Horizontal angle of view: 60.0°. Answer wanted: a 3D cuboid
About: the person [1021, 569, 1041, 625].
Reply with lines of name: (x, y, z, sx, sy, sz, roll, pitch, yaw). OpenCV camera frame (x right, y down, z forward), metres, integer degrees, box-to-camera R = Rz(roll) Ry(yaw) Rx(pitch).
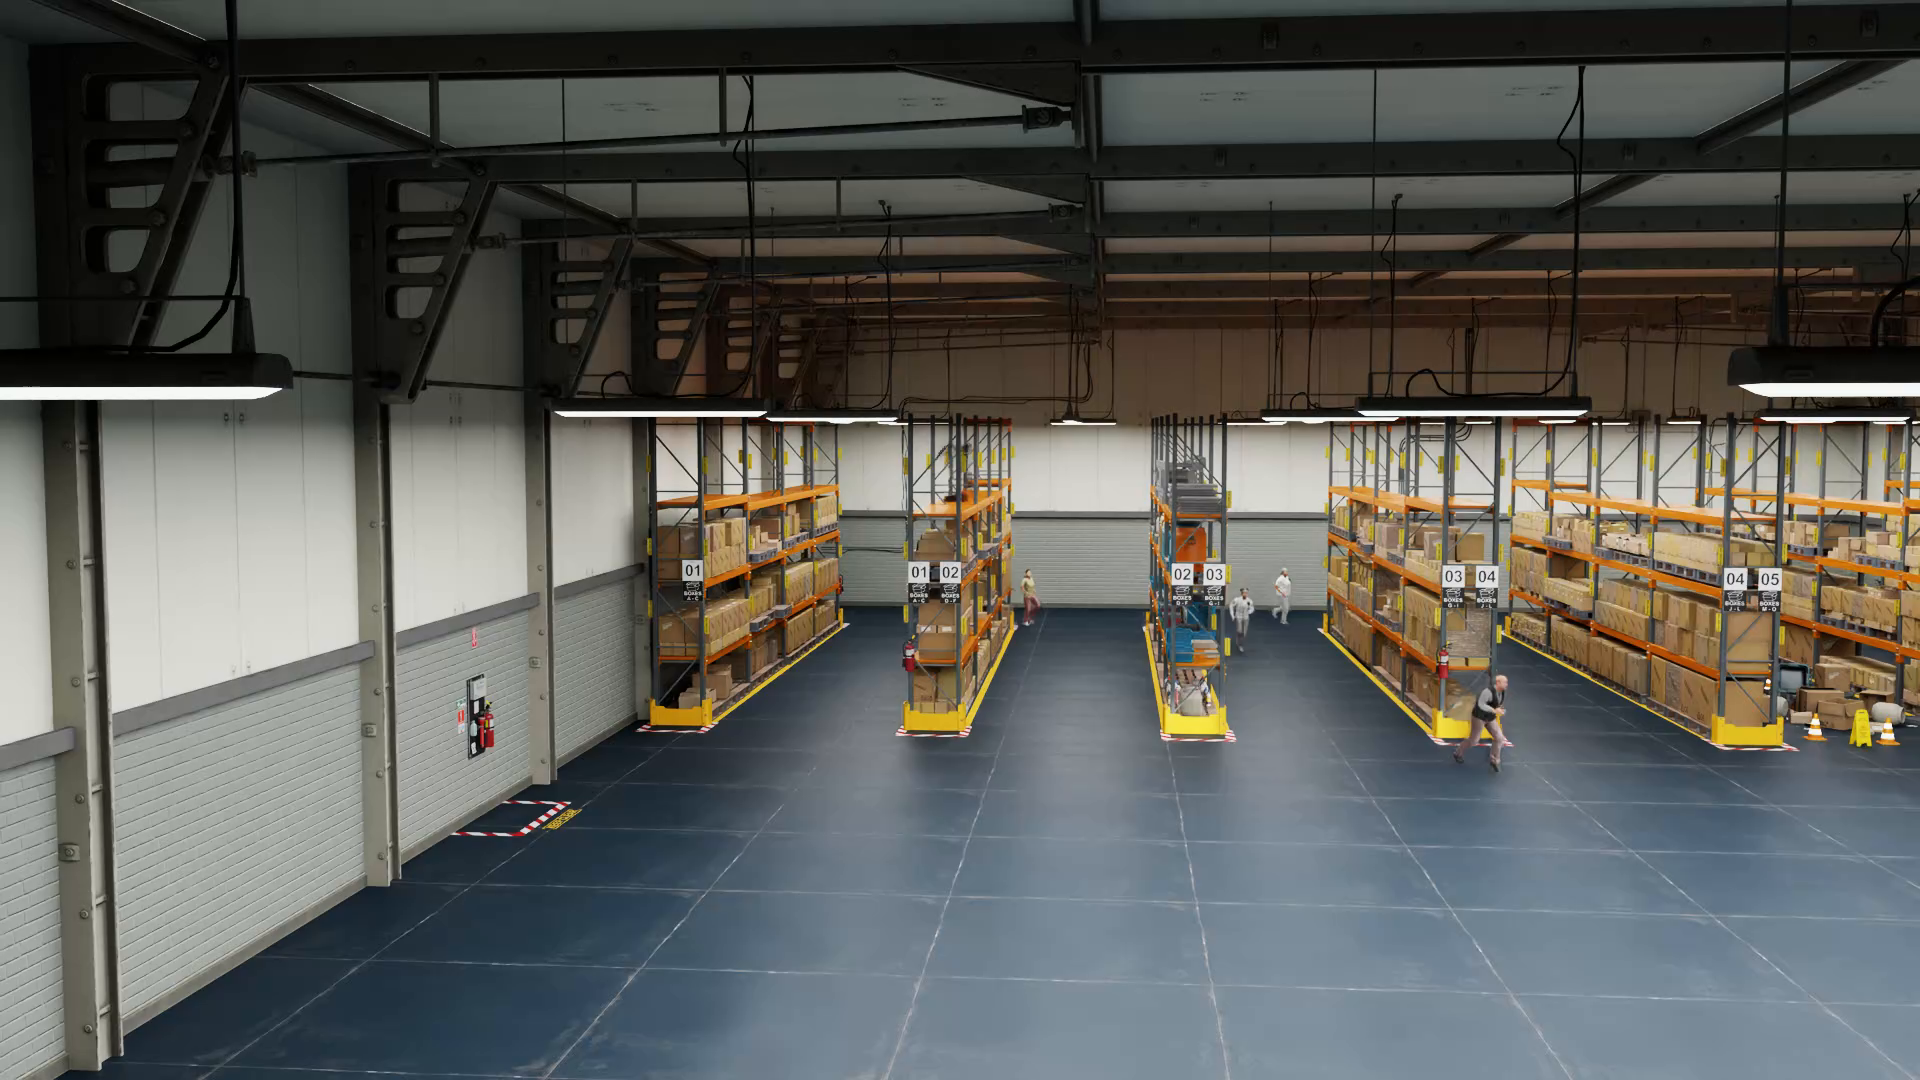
person: (2.033, 1.659, 48.208, 0.597, 1.633, 0.596, -4, 5, -43)

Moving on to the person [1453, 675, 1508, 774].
person: (8.737, 3.057, 27.887, 0.701, 1.682, 0.986, -3, 5, -41)

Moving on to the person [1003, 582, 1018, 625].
person: (1.326, 1.672, 48.348, 0.757, 1.623, 0.565, 1, 4, 11)

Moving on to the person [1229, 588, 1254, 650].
person: (7.241, 2.029, 42.632, 0.610, 1.646, 0.598, 0, 4, -1)

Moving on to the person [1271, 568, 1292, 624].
person: (9.413, 1.636, 48.830, 0.658, 1.669, 0.611, 3, 5, 42)
